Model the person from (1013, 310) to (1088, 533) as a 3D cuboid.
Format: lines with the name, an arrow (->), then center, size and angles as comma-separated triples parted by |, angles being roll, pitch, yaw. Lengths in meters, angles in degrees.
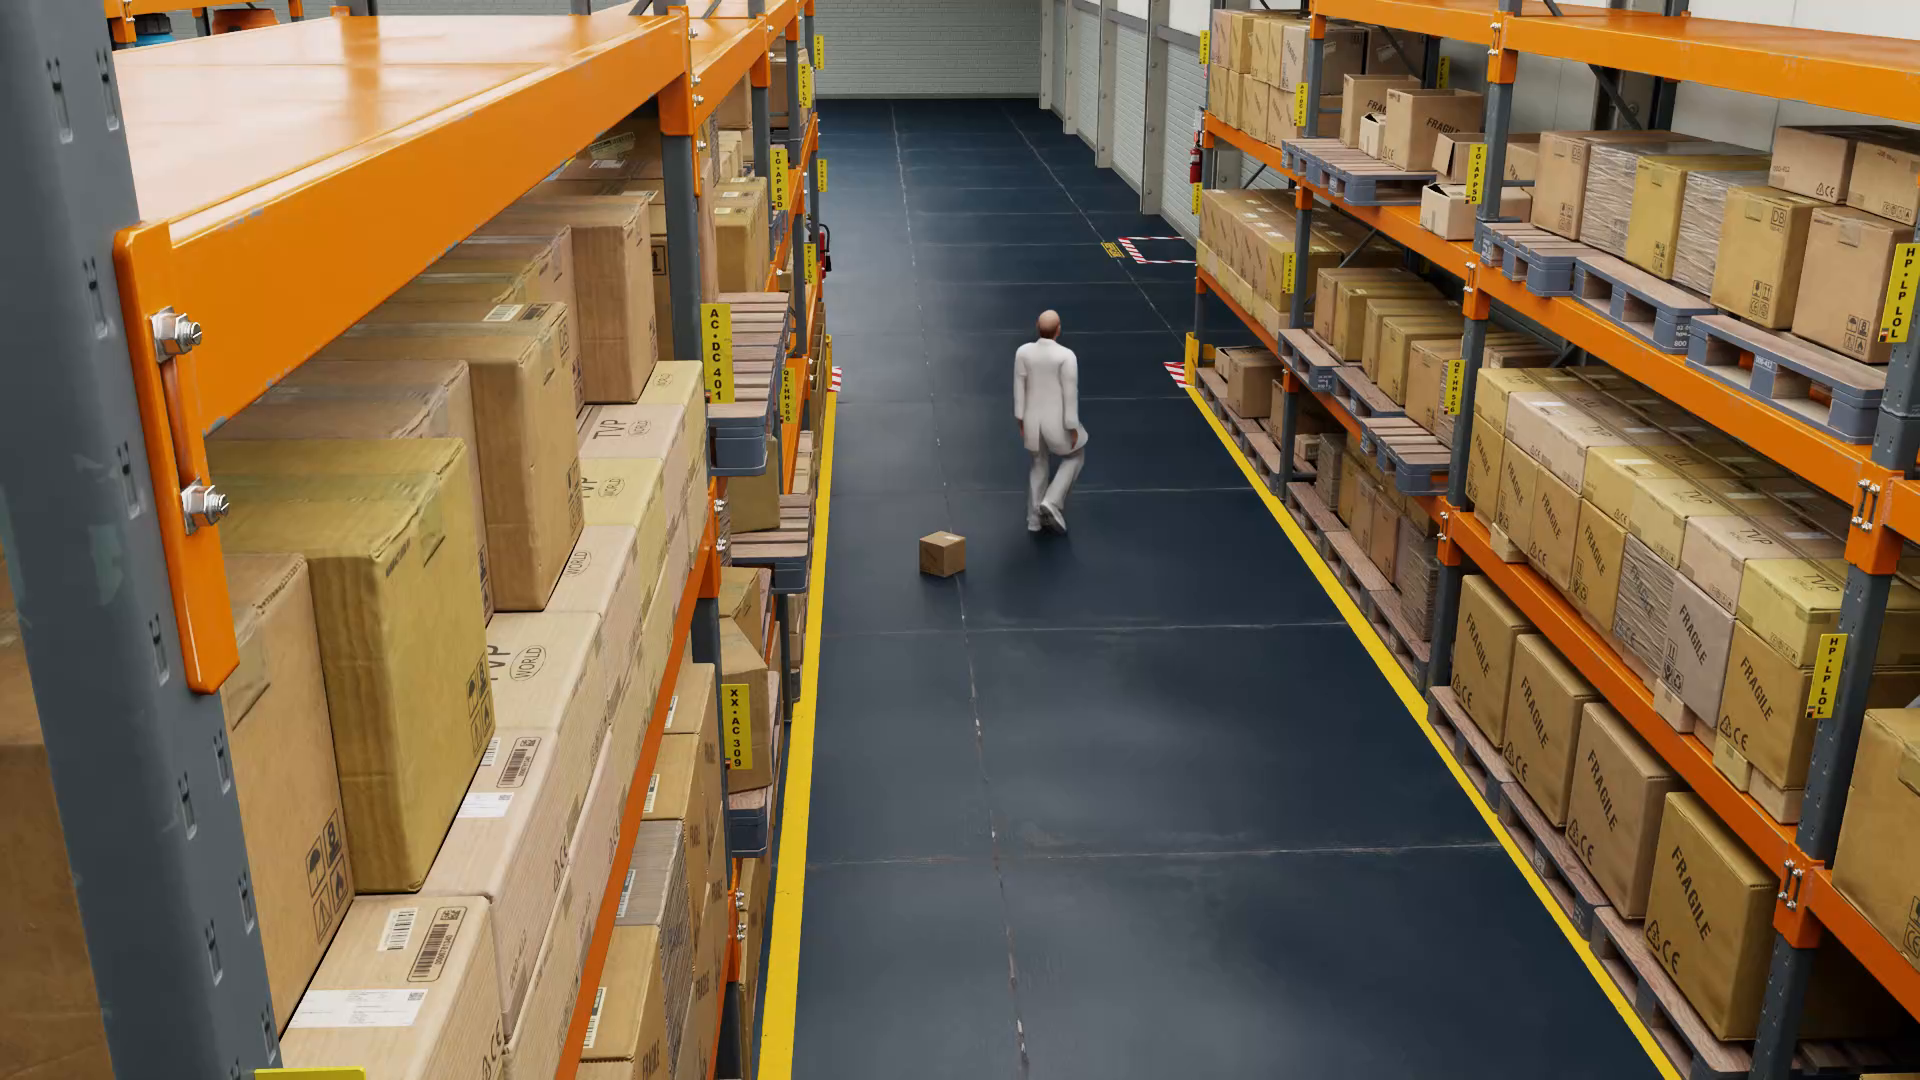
person -> 0.712, -0.934, 13.079 | 0.592, 1.790, 0.499 | 11, 23, 27
